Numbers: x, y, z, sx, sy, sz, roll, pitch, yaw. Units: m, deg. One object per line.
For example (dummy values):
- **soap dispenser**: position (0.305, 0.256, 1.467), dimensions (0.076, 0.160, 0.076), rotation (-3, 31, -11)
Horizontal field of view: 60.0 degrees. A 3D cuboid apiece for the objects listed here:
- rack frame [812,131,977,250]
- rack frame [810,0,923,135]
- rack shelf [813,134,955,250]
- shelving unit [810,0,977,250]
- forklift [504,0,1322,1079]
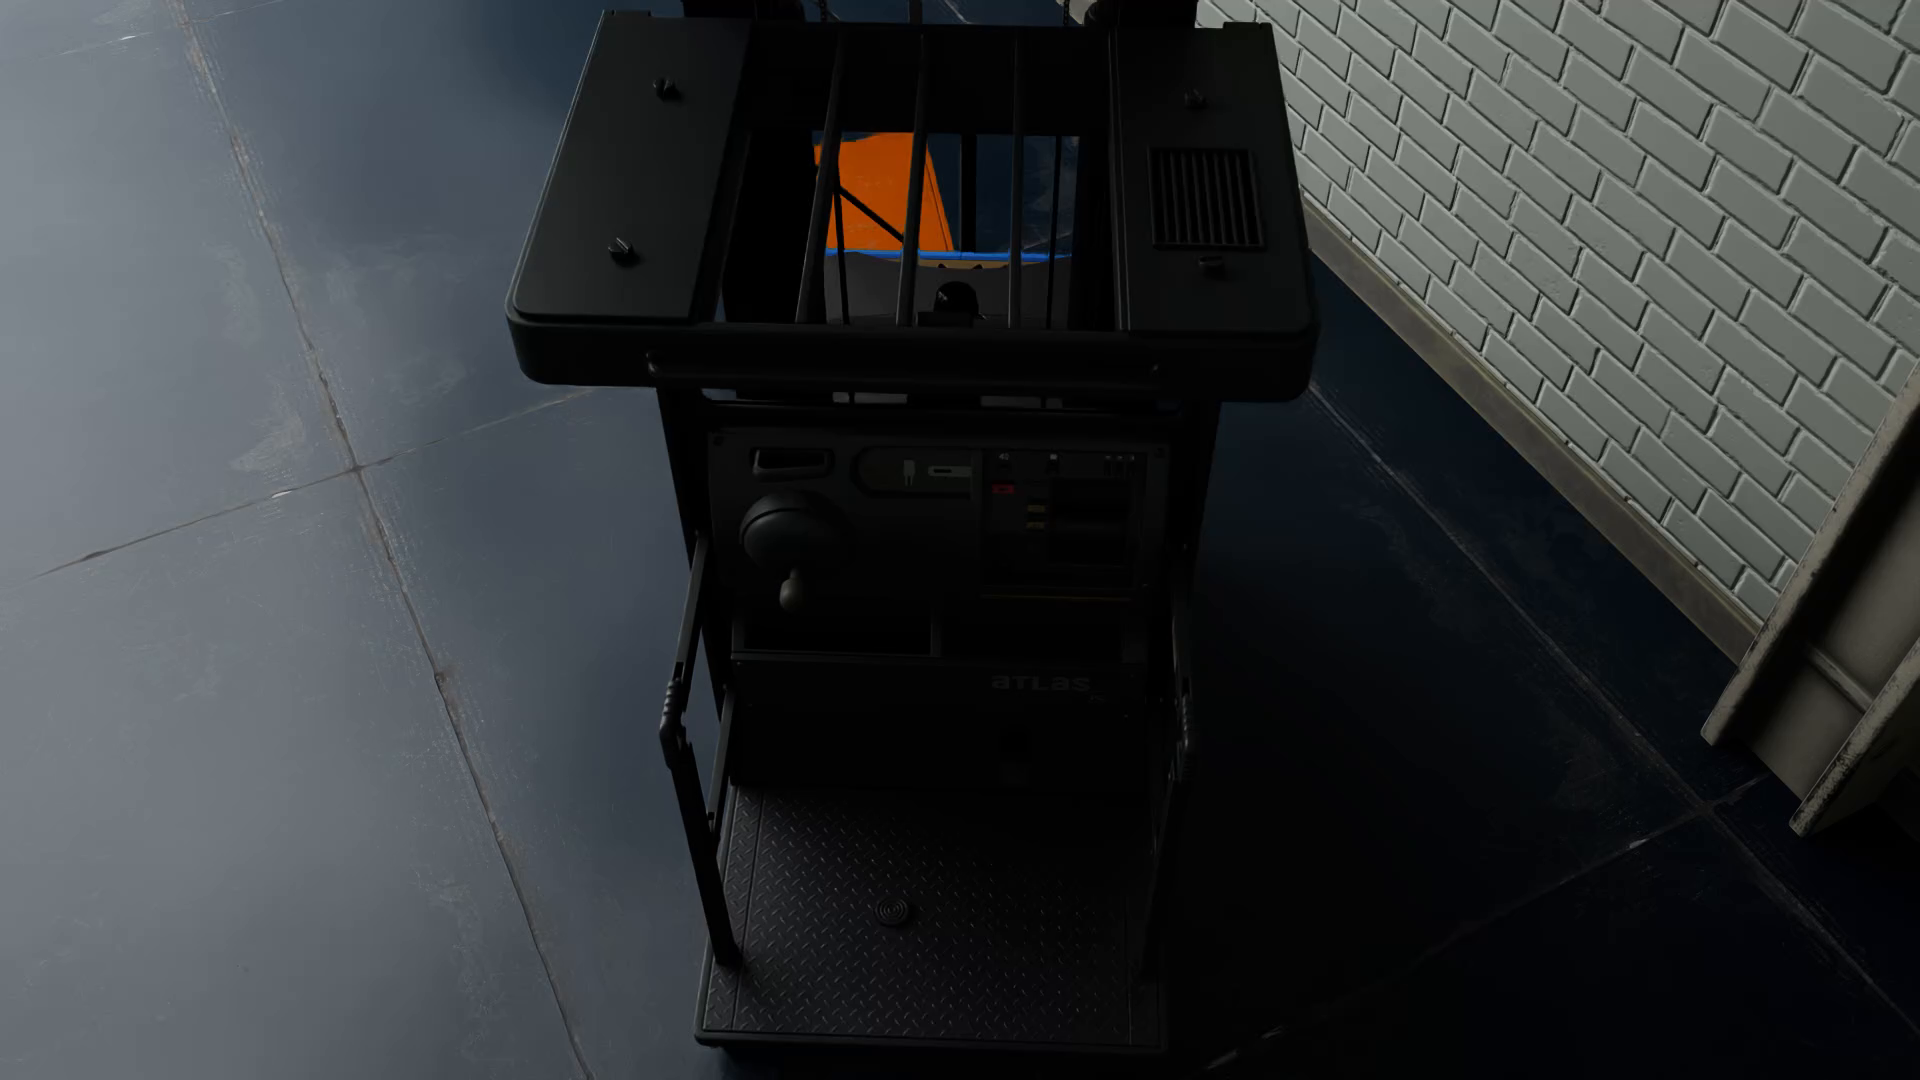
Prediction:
- **rack frame**: position (-0.203, -0.673, 4.842), dimensions (0.500, 1.500, 0.032), rotation (-7, 49, -6)
- **rack frame**: position (-0.368, -1.428, 5.503), dimensions (0.500, 1.500, 0.032), rotation (-7, 49, -6)
- **rack shelf**: position (-0.286, -0.932, 5.308), dimensions (0.538, 0.185, 1.000), rotation (-7, 49, -6)
- **shelving unit**: position (-0.287, -1.057, 5.178), dimensions (0.587, 1.500, 1.083), rotation (-7, 49, -6)
- **forklift**: position (-0.050, 0.061, 3.250), dimensions (1.130, 2.935, 3.031), rotation (2, 49, 1)
